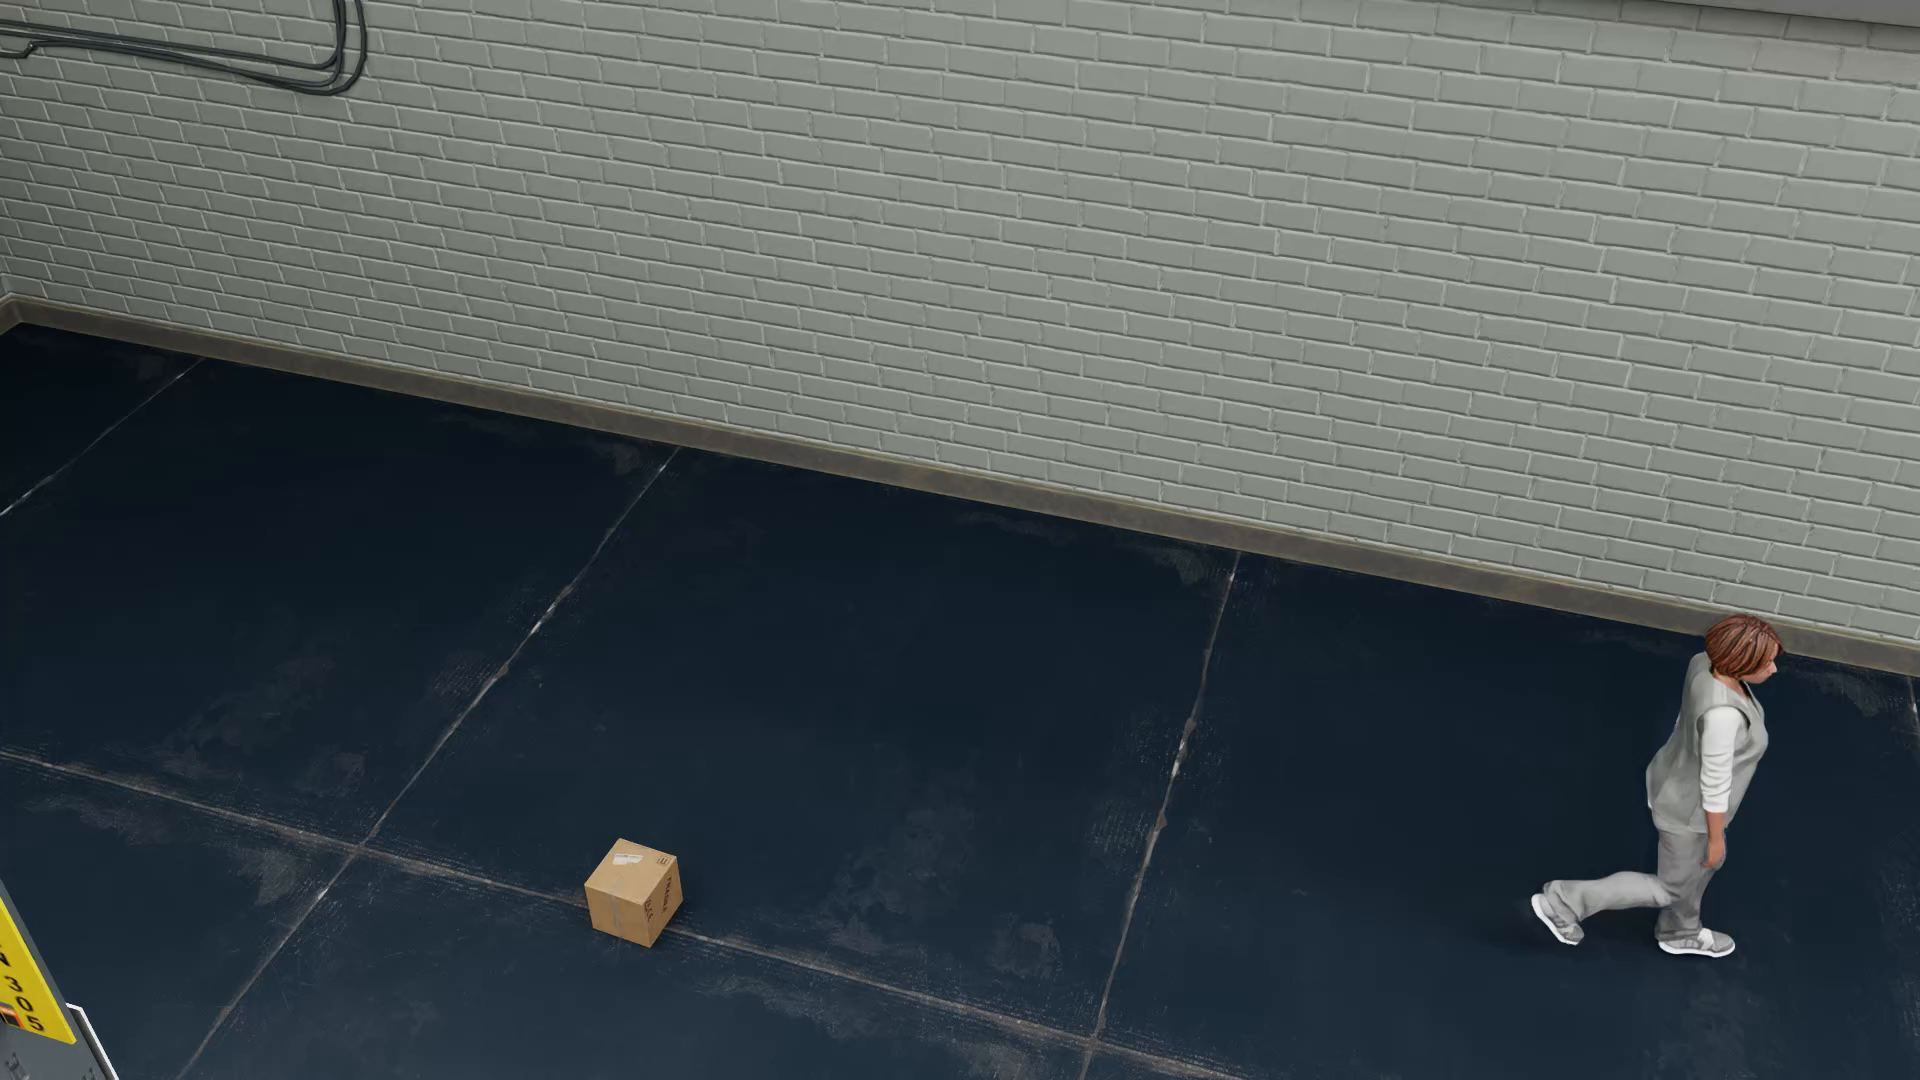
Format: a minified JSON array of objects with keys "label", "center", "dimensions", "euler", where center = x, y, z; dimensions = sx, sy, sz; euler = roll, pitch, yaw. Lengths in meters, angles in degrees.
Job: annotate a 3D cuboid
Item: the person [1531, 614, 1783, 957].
[{"label":"person","center":[2.482,0.886,5.735],"dimensions":[0.775,1.564,0.439],"euler":[9,38,11]}]
